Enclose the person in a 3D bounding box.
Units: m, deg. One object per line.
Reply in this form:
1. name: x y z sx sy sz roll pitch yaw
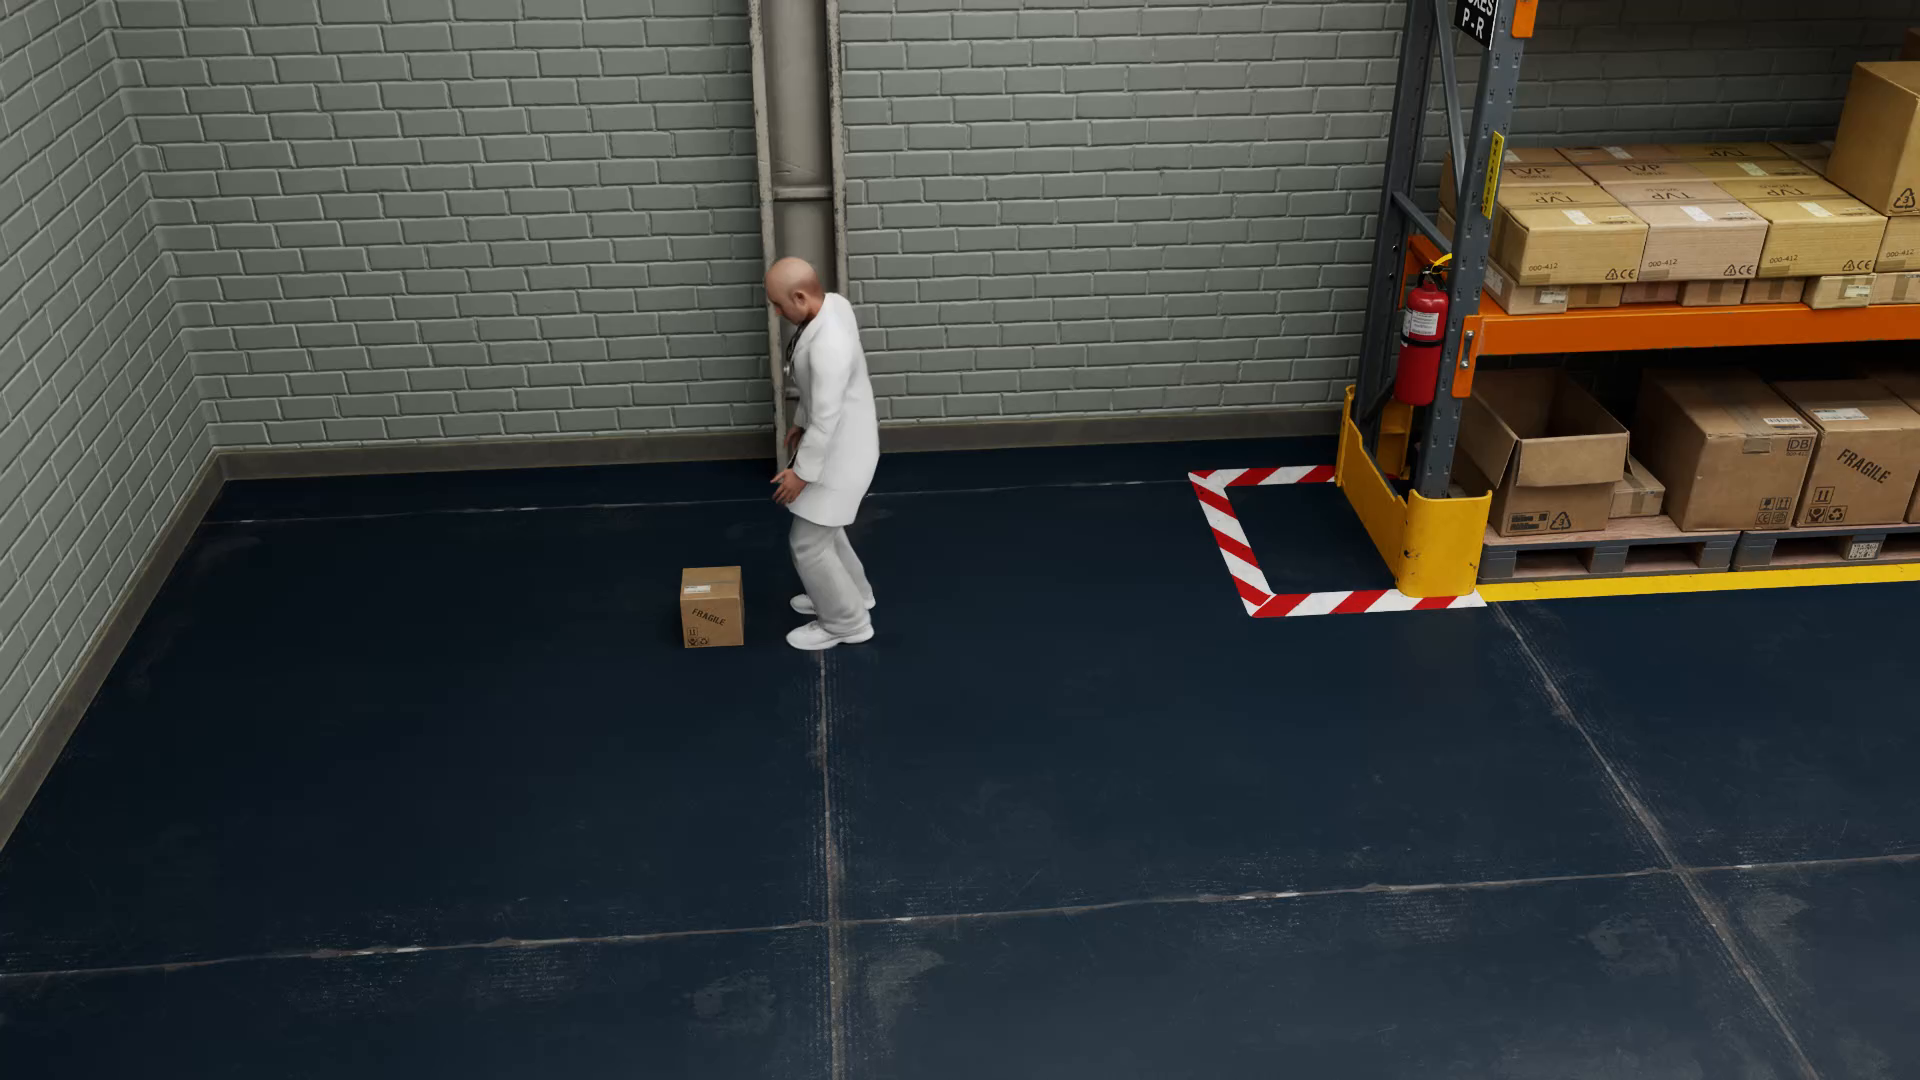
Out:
1. person: -0.550 -0.349 6.807 0.441 1.715 0.595 -2 31 -3
